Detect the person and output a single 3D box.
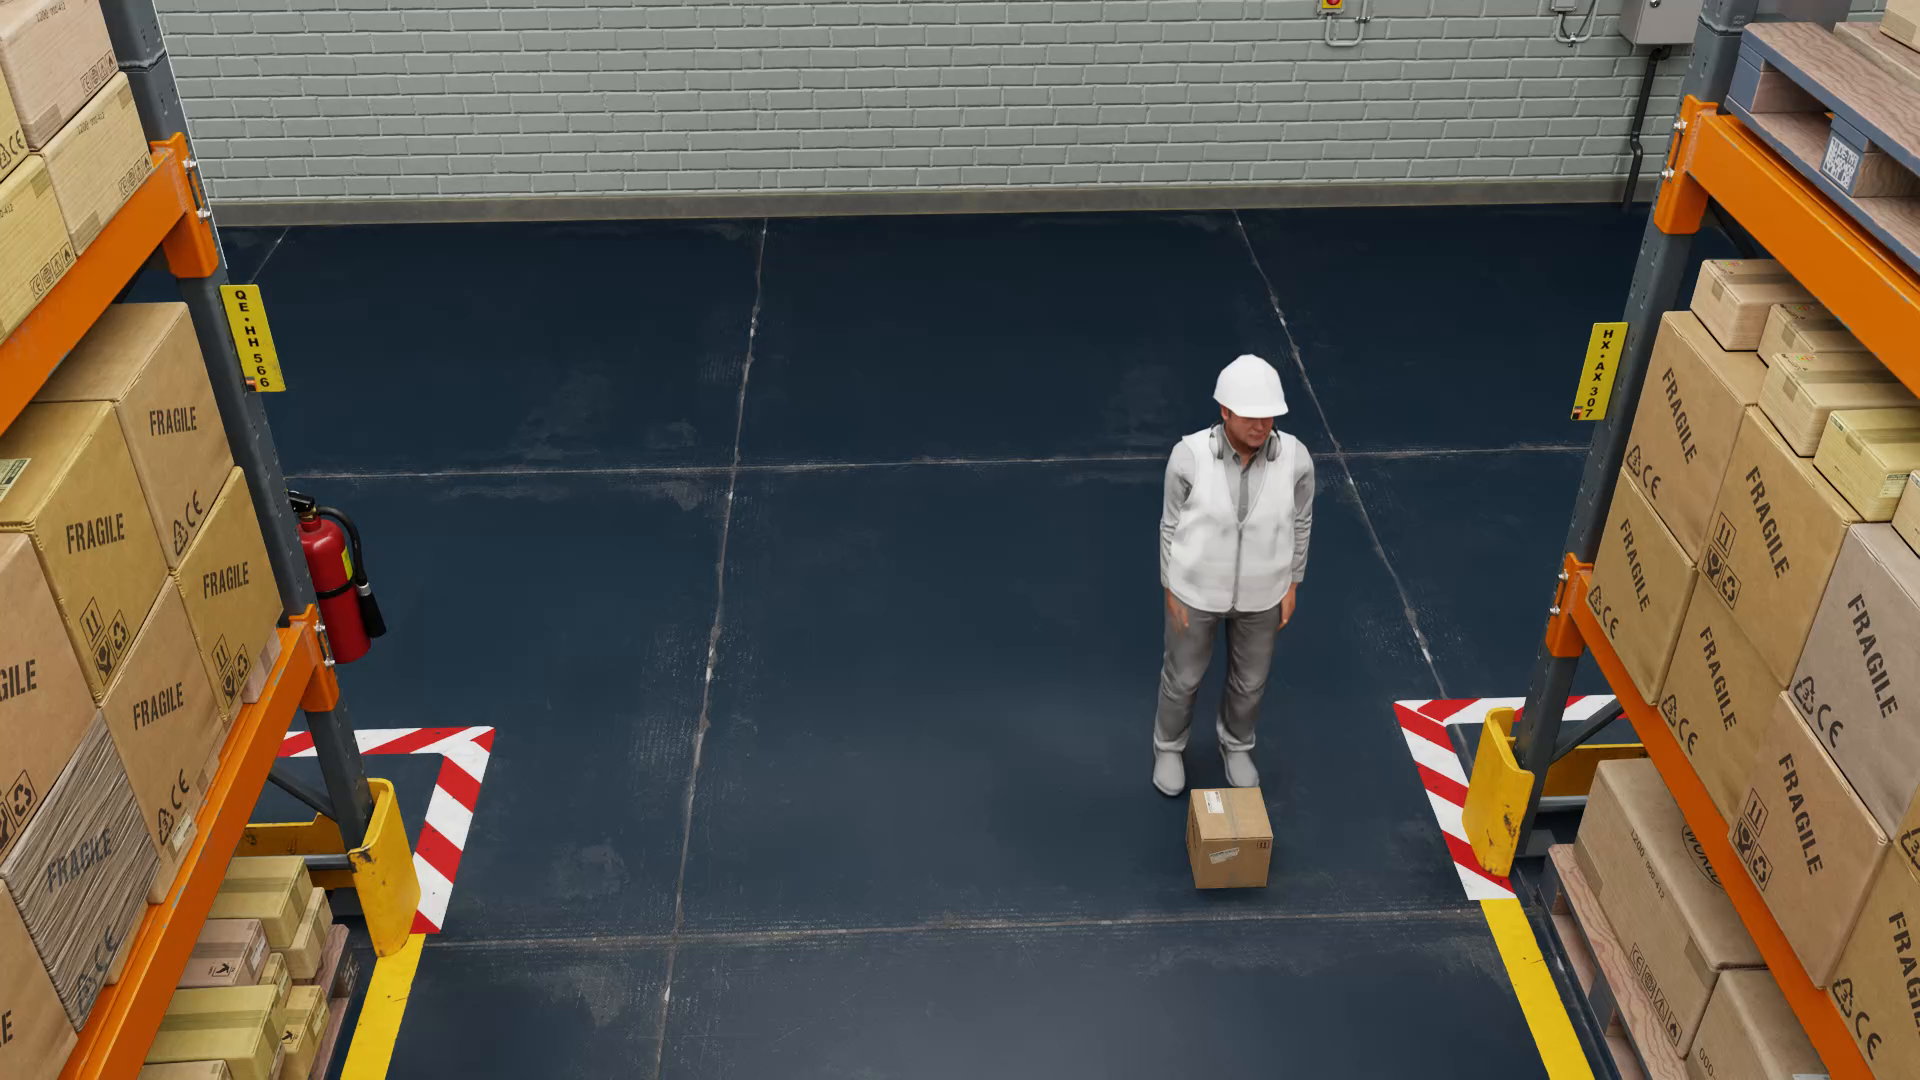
[{"bbox_3d":[0.960,0.162,5.894,0.529,1.772,0.358,-1,35,-1],"label":"person"}]
